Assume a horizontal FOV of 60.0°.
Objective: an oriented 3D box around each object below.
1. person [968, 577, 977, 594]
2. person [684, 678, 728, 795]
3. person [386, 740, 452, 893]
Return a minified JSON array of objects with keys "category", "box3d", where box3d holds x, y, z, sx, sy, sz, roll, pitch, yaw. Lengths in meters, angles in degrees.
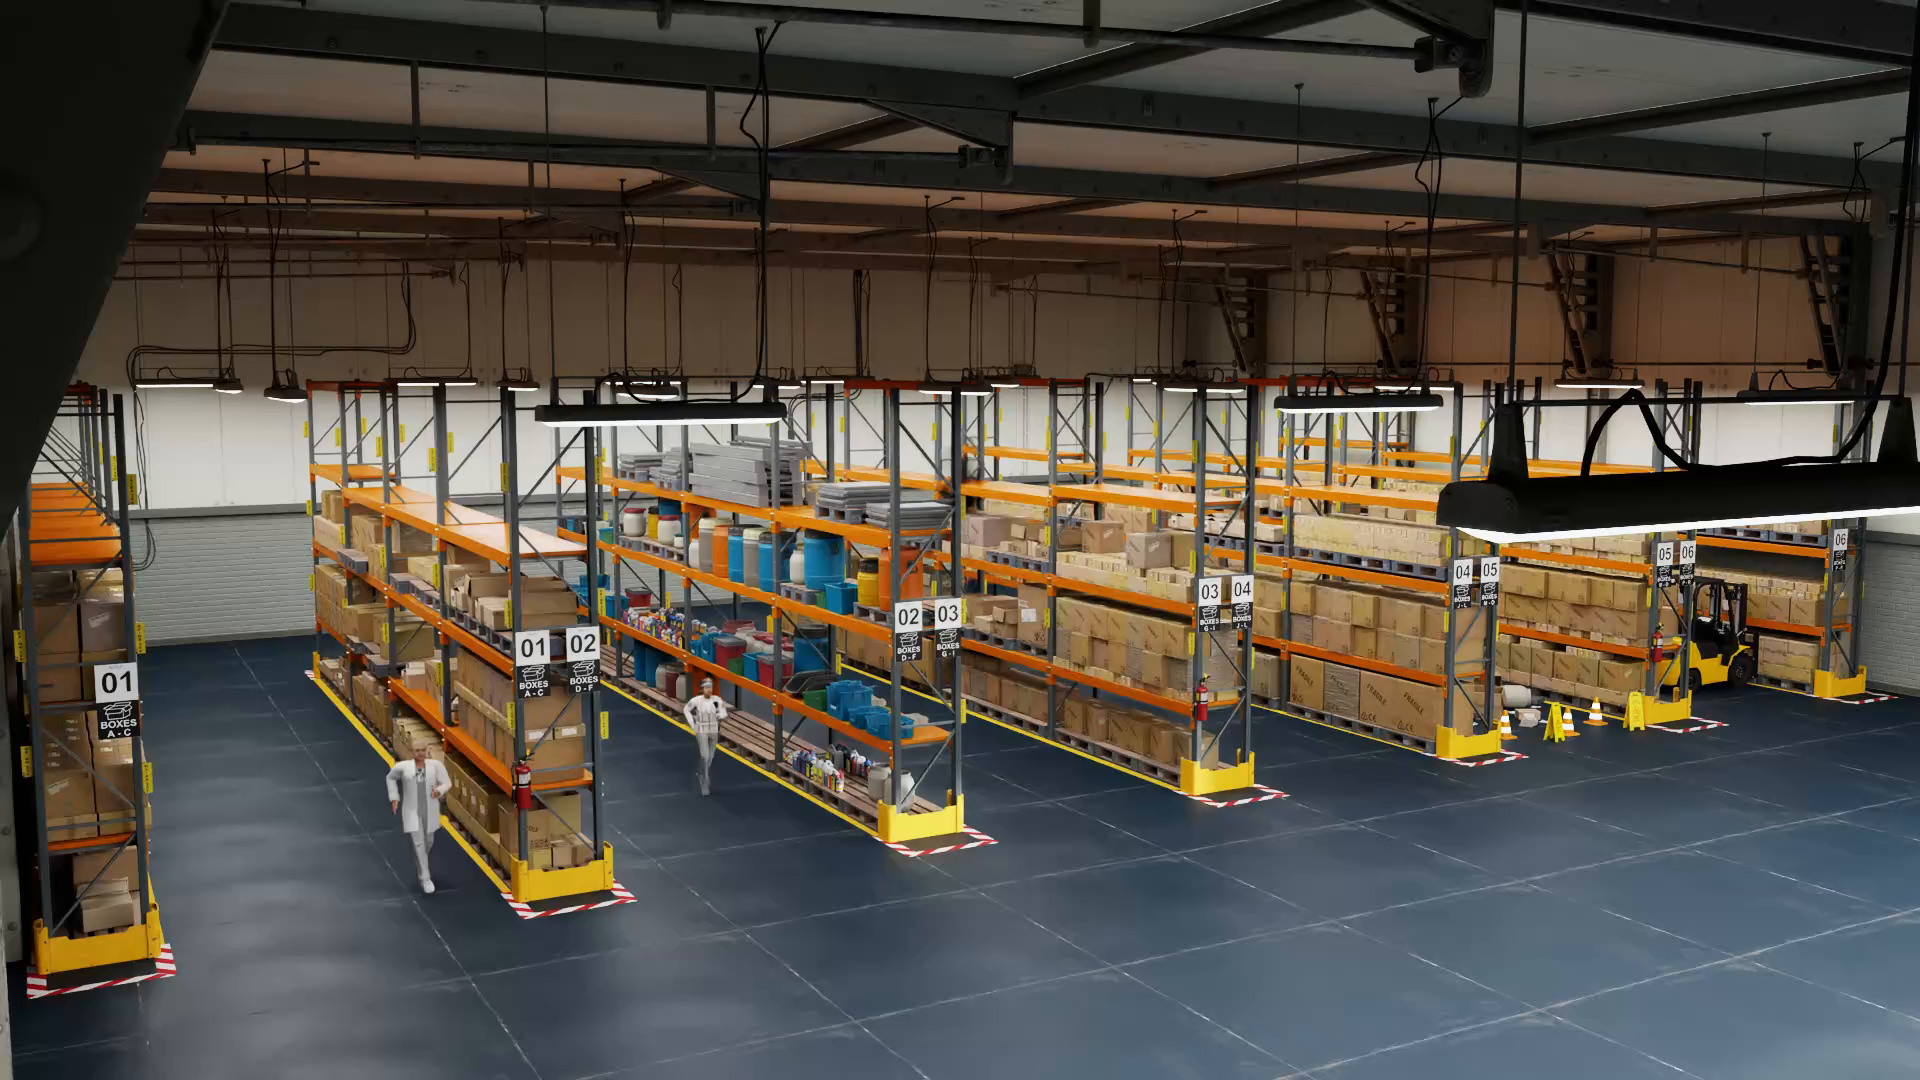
[{"category":"person","box3d":[0.406,1.076,42.179,0.717,1.576,0.536,-5,8,-41]},{"category":"person","box3d":[-3.761,2.888,24.699,0.596,1.748,0.760,-3,7,-28]},{"category":"person","box3d":[-6.519,3.323,20.104,0.717,1.667,1.077,-3,7,-28]}]
